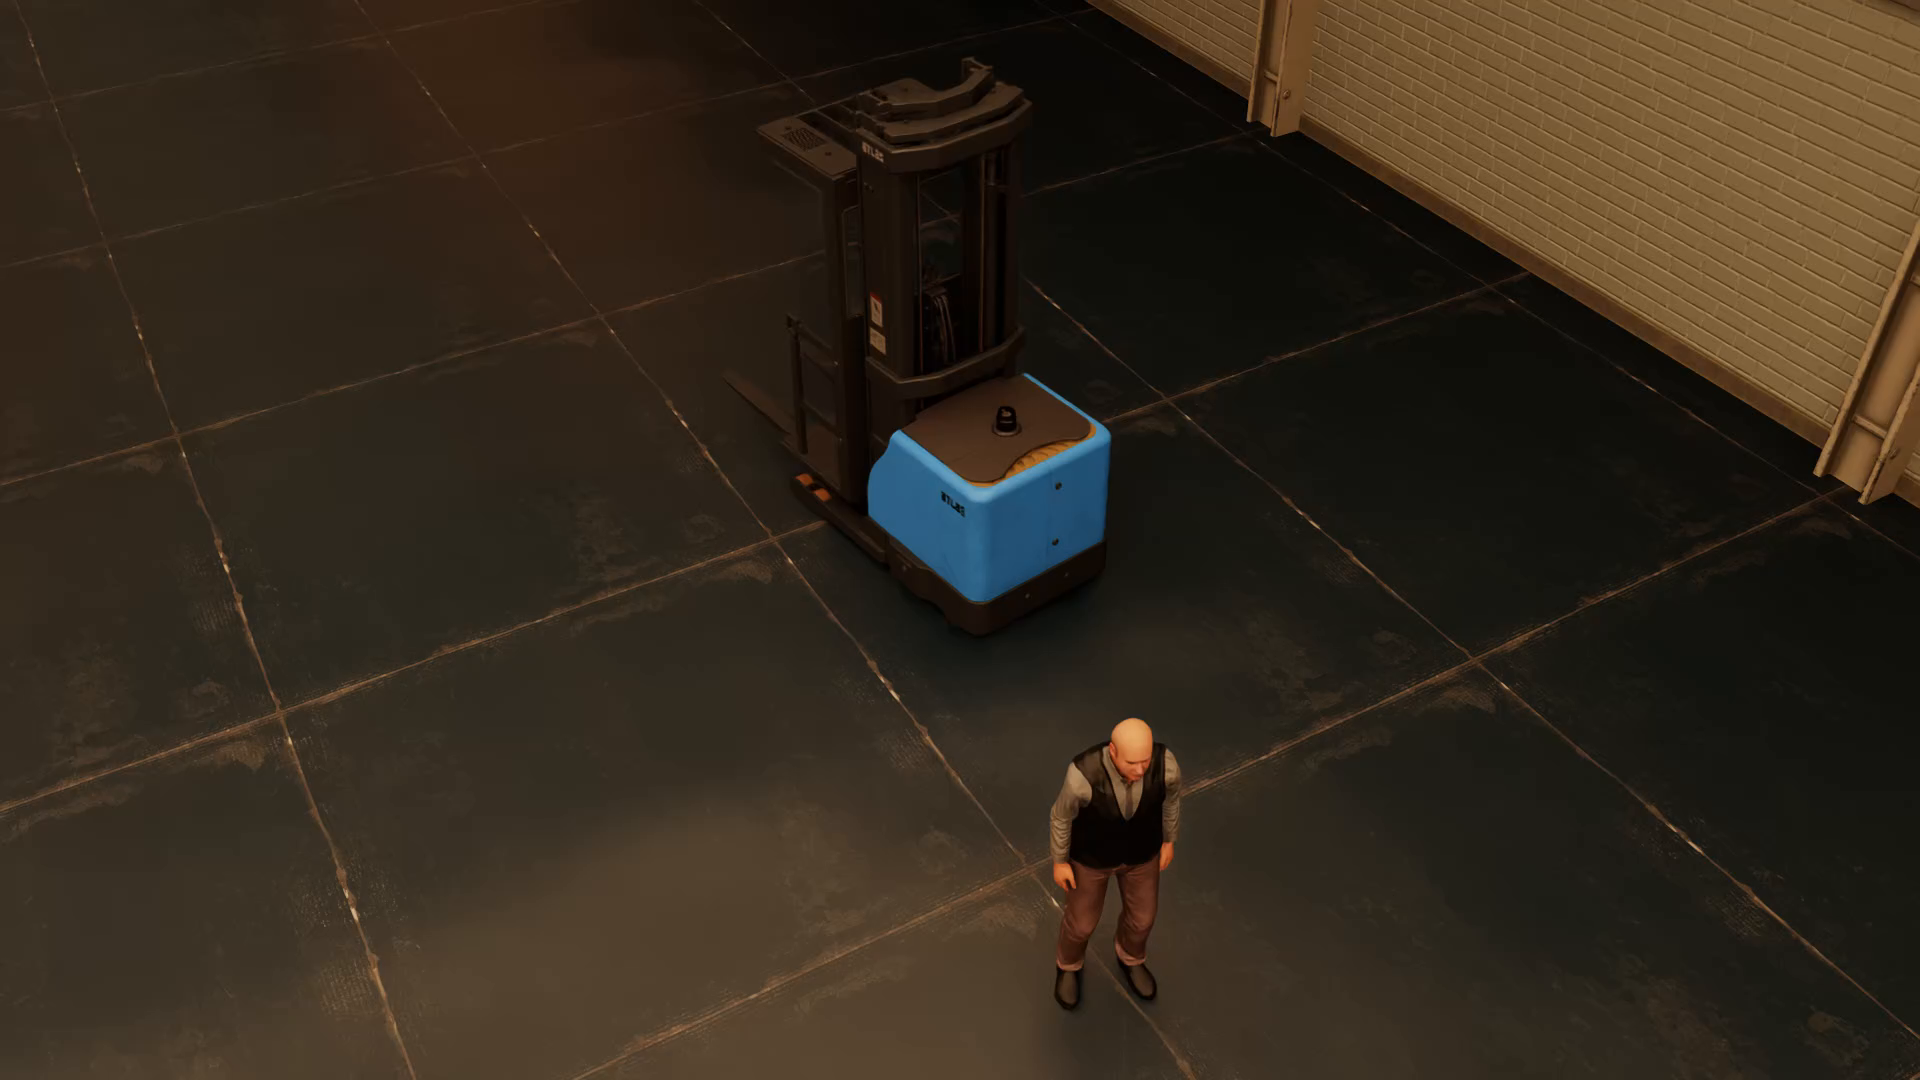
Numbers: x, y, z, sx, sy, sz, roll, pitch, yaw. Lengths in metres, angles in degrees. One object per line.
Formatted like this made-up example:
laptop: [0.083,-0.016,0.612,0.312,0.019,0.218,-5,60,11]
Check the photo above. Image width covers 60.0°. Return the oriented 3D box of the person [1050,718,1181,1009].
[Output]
person: [0.678,1.416,7.361,0.583,1.618,0.433,-8,40,-9]

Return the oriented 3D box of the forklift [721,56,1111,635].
forklift: [-0.433,-1.465,9.802,1.130,2.935,3.031,-27,47,-29]
